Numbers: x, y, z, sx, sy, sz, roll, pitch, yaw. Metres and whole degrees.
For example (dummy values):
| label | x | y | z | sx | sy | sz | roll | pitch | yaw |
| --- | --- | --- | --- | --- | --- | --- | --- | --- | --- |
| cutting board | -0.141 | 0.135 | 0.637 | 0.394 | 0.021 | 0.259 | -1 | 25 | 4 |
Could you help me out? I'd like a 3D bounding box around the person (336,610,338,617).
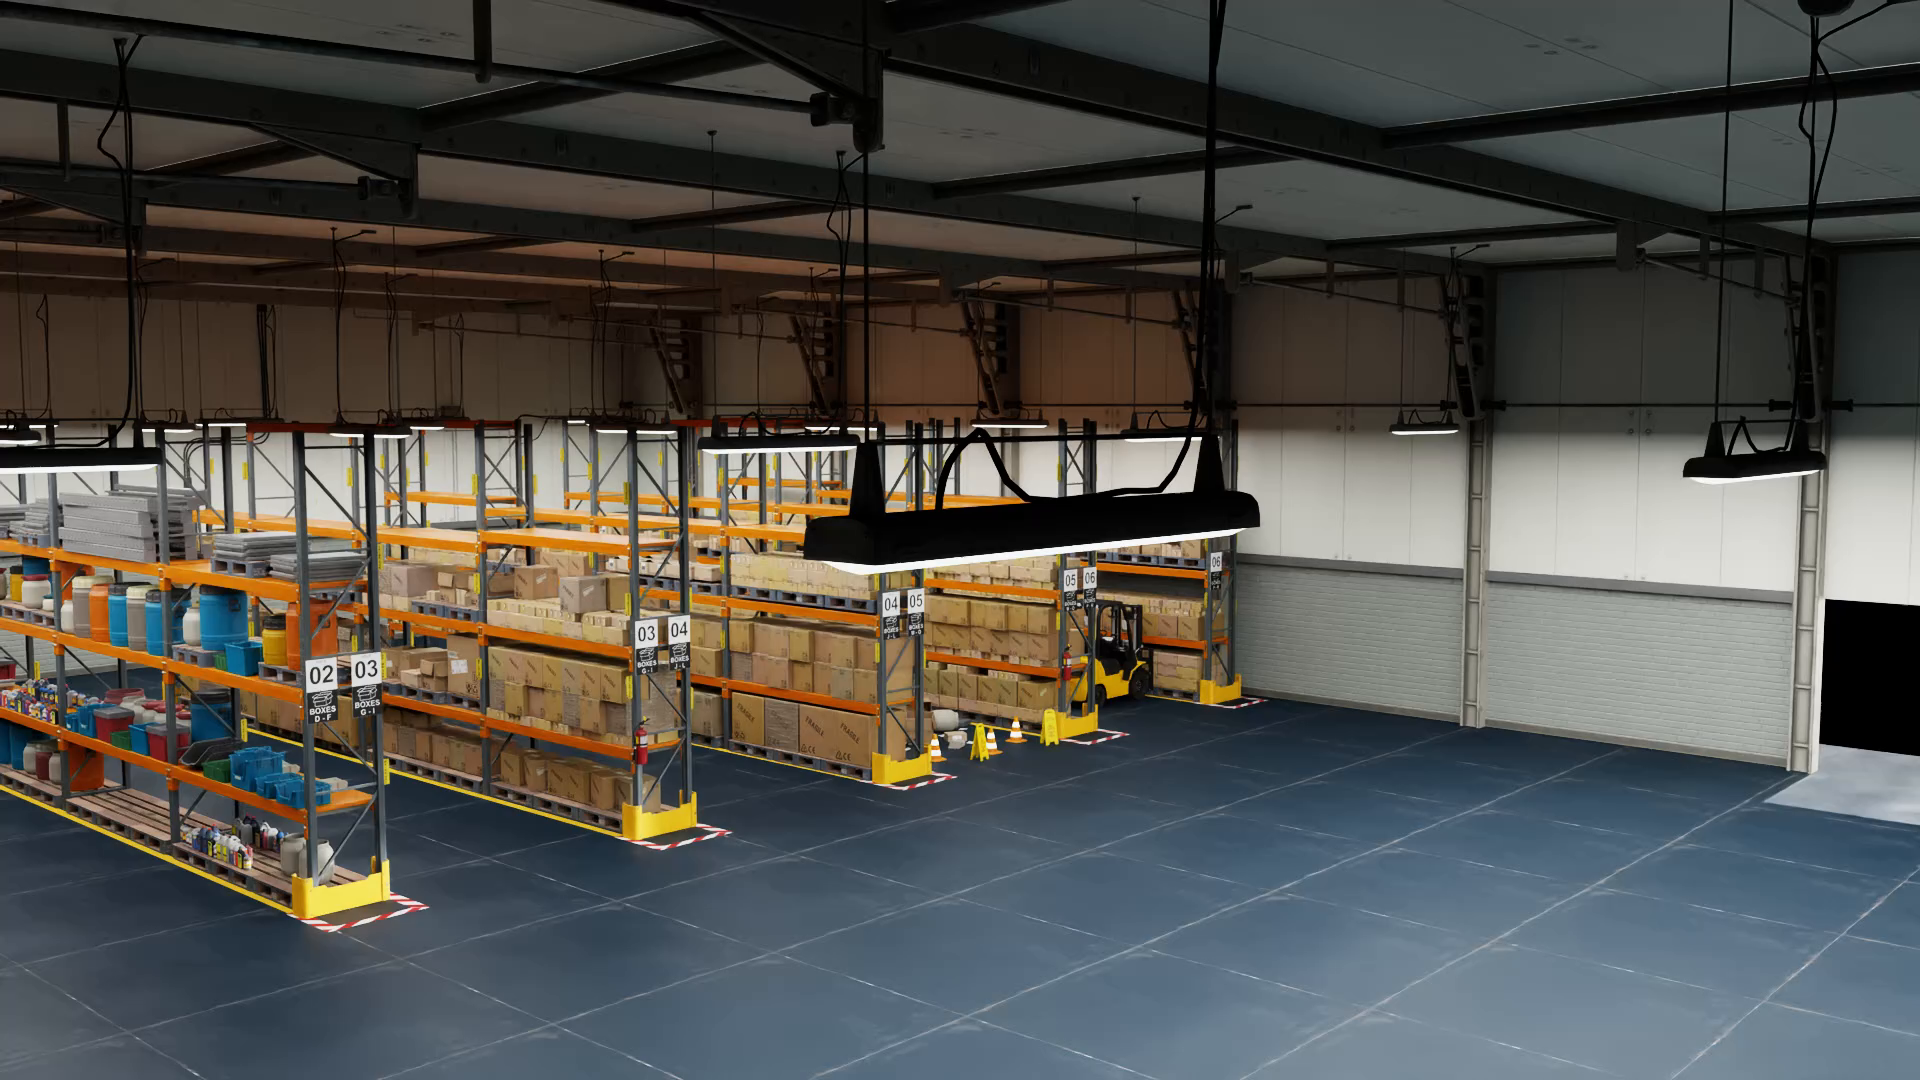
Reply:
| label | x | y | z | sx | sy | sz | roll | pitch | yaw |
| --- | --- | --- | --- | --- | --- | --- | --- | --- | --- |
| person | -15.470 | 2.137 | 40.632 | 0.522 | 1.732 | 1.121 | -2 | 5 | -20 |
